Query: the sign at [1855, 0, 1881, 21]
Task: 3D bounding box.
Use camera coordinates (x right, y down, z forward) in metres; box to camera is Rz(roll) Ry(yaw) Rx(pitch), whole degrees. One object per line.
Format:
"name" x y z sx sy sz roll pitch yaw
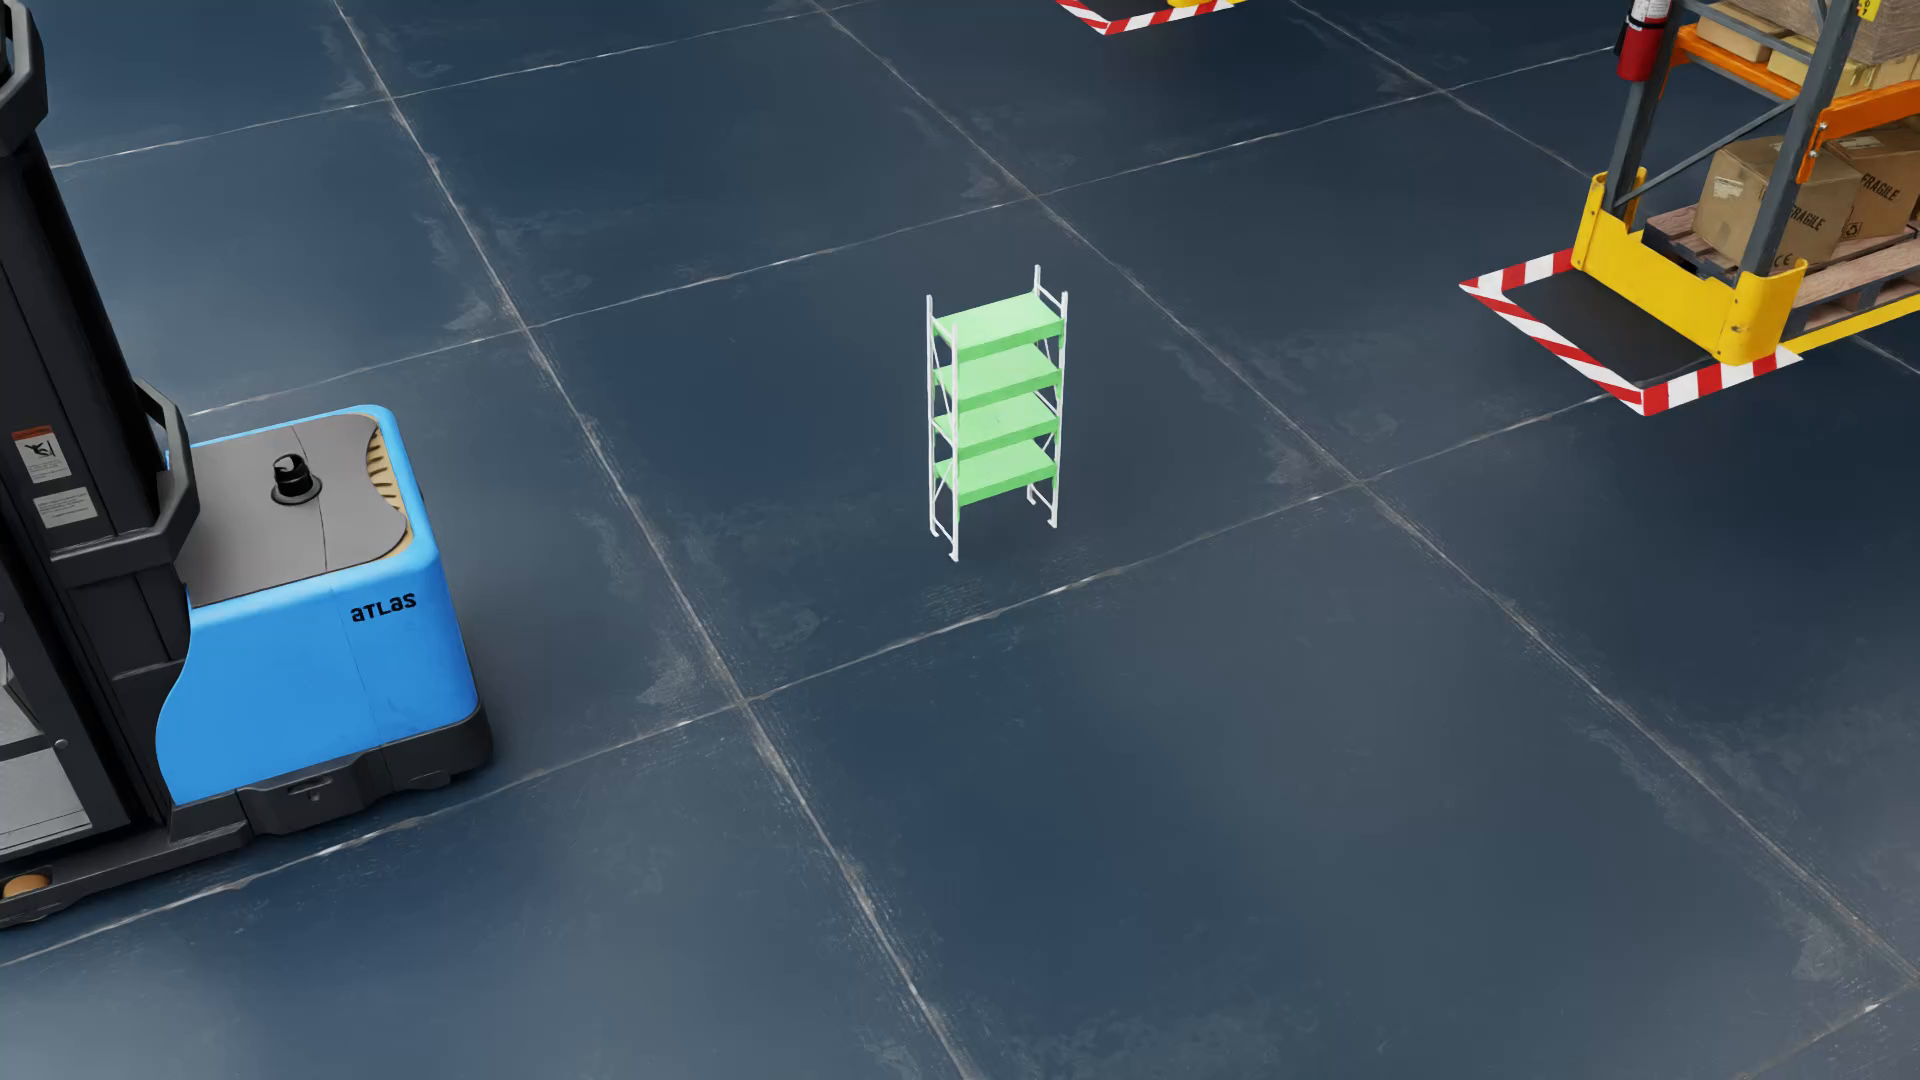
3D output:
"sign" 3.897 -2.378 7.068 0.005 0.325 0.100 -19 44 -21

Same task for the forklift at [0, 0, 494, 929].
"forklift" -3.306 -0.150 5.159 3.031 2.935 1.130 -16 43 -18

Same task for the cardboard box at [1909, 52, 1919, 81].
"cardboard box" 4.468 -2.341 7.888 0.250 0.149 0.380 -19 44 -21

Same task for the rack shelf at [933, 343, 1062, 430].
"rack shelf" 0.147 -0.642 6.807 0.480 0.148 0.258 -19 44 -21

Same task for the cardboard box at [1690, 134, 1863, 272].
"cardboard box" 4.207 -1.742 8.595 0.500 0.500 0.500 -11 41 -13

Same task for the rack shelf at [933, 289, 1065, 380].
"rack shelf" 0.147 -0.825 6.652 0.480 0.148 0.258 -19 44 -21

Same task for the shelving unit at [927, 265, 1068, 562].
"shelving unit" 0.147 -0.507 6.921 0.503 1.200 0.258 -19 44 -21

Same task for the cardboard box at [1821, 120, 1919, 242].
"cardboard box" 4.722 -1.940 8.829 0.500 0.500 0.500 -8 41 -9

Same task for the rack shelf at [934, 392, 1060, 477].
"rack shelf" 0.147 -0.459 6.962 0.480 0.148 0.258 -19 44 -21

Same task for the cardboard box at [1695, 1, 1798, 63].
"cardboard box" 3.803 -2.466 8.036 0.250 0.149 0.380 -19 44 -21

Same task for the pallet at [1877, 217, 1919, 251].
"pallet" 5.531 -1.901 9.332 1.213 0.211 1.003 -19 44 -21

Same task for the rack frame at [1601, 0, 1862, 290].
"rack frame" 3.646 -2.359 7.715 0.127 3.000 1.000 -19 44 -21

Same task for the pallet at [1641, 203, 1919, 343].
"pallet" 4.450 -1.539 8.905 1.213 0.211 1.003 -19 44 -21

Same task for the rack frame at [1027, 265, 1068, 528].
"rack frame" 0.363 -0.580 7.007 0.015 1.200 0.240 -19 44 -21

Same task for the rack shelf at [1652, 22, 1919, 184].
"rack shelf" 5.420 -2.681 8.652 4.000 0.370 1.077 -19 44 -21

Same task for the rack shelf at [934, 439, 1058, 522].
"rack shelf" 0.147 -0.275 7.117 0.480 0.148 0.258 -19 44 -21

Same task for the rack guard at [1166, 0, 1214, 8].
"rack guard" 1.404 -4.292 11.934 0.348 0.500 1.175 -19 44 -21

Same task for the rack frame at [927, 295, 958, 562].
"rack frame" -0.070 -0.435 6.835 0.015 1.200 0.240 -19 44 -21

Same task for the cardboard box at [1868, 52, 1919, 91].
"cardboard box" 4.239 -2.275 7.810 0.250 0.149 0.380 -19 44 -21

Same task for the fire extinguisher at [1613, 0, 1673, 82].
"fire extinguisher" 3.331 -2.559 8.011 0.183 0.674 0.296 -19 44 -21

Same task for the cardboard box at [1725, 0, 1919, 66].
"cardboard box" 4.146 -2.659 7.762 0.500 0.500 0.875 -19 44 -21

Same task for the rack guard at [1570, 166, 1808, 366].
"rack guard" 3.713 -1.427 8.549 0.348 0.500 1.175 -19 44 -21

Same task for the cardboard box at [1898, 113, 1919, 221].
"cardboard box" 5.286 -2.116 9.037 0.500 0.500 0.500 -15 42 -17

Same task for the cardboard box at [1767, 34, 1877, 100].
"cardboard box" 4.009 -2.211 7.735 0.250 0.149 0.380 -19 44 -21
